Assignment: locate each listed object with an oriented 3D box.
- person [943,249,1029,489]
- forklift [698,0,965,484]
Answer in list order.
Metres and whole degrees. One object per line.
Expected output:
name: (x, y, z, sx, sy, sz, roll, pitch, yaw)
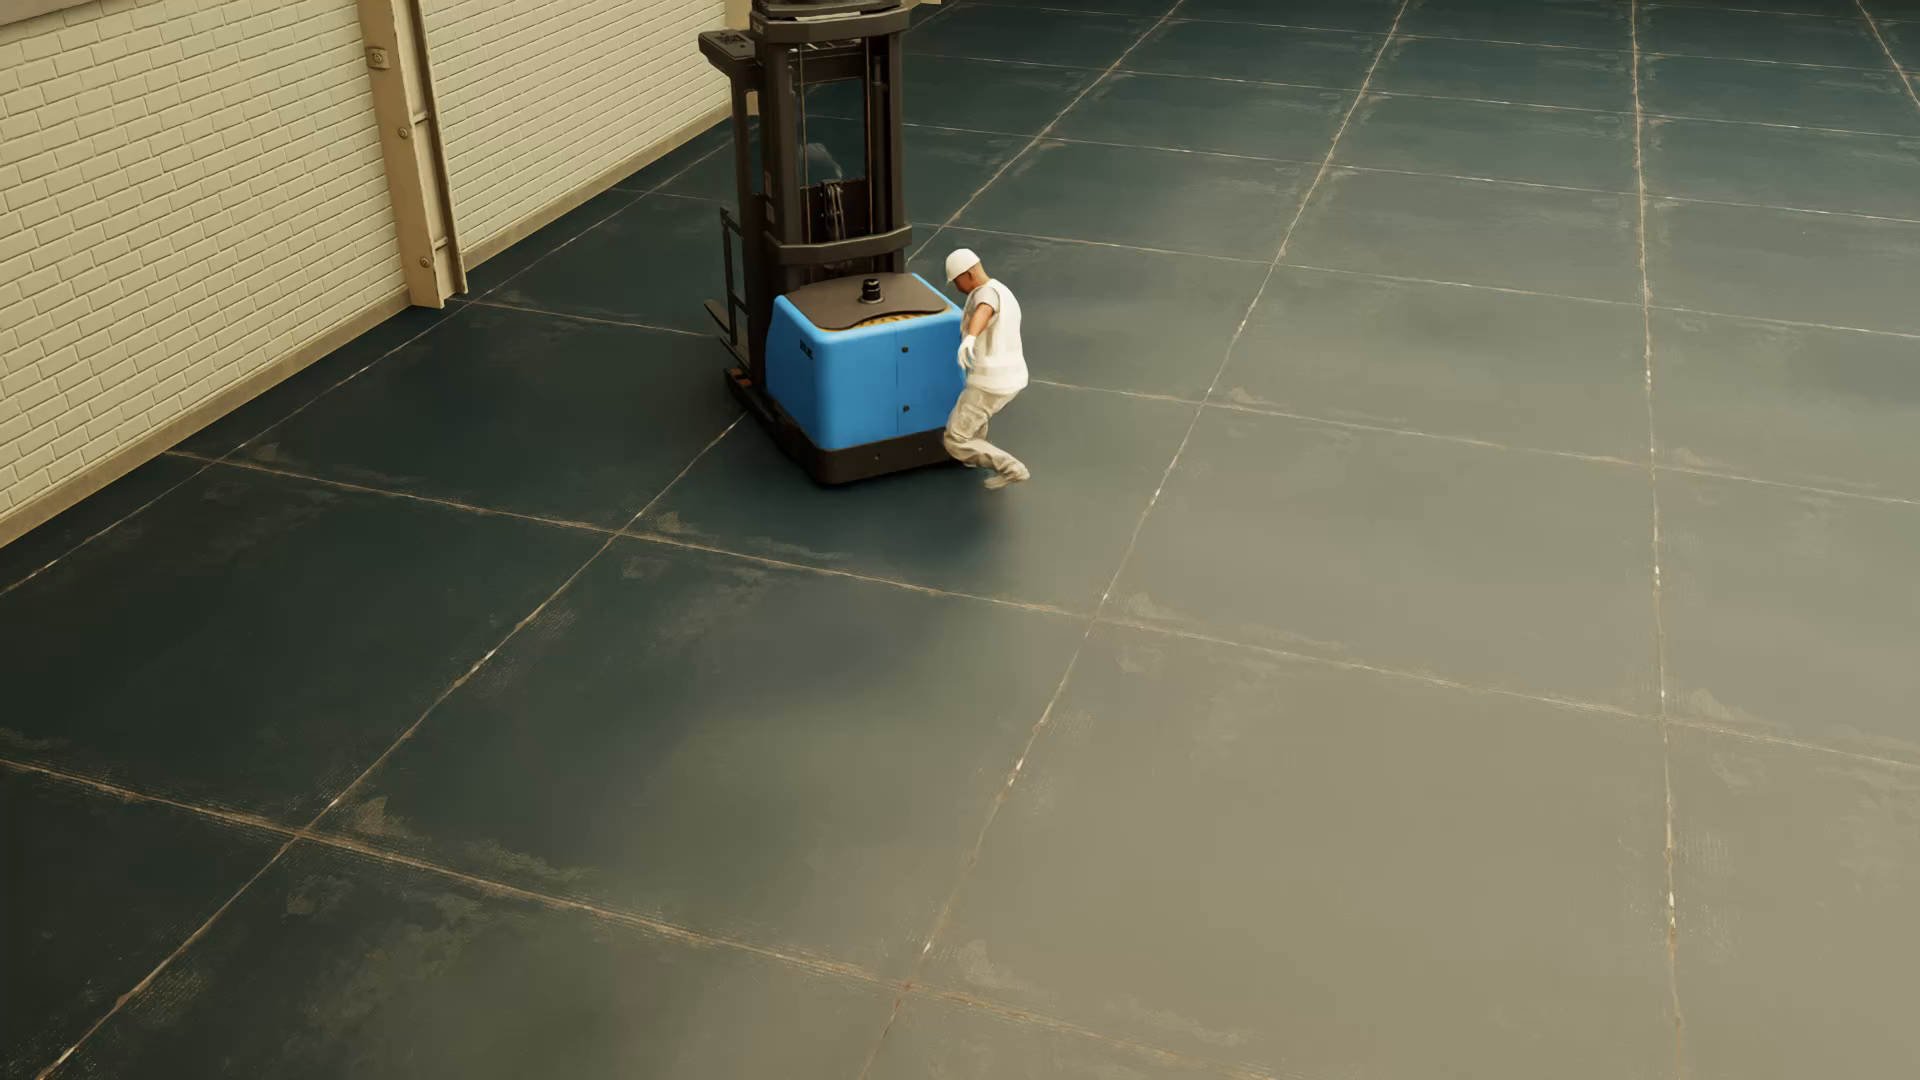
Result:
person: (0.142, -0.971, 10.282, 0.700, 1.523, 1.240, 14, 32, 22)
forklift: (-1.040, -2.335, 11.233, 1.130, 2.935, 3.031, -13, 32, -22)
